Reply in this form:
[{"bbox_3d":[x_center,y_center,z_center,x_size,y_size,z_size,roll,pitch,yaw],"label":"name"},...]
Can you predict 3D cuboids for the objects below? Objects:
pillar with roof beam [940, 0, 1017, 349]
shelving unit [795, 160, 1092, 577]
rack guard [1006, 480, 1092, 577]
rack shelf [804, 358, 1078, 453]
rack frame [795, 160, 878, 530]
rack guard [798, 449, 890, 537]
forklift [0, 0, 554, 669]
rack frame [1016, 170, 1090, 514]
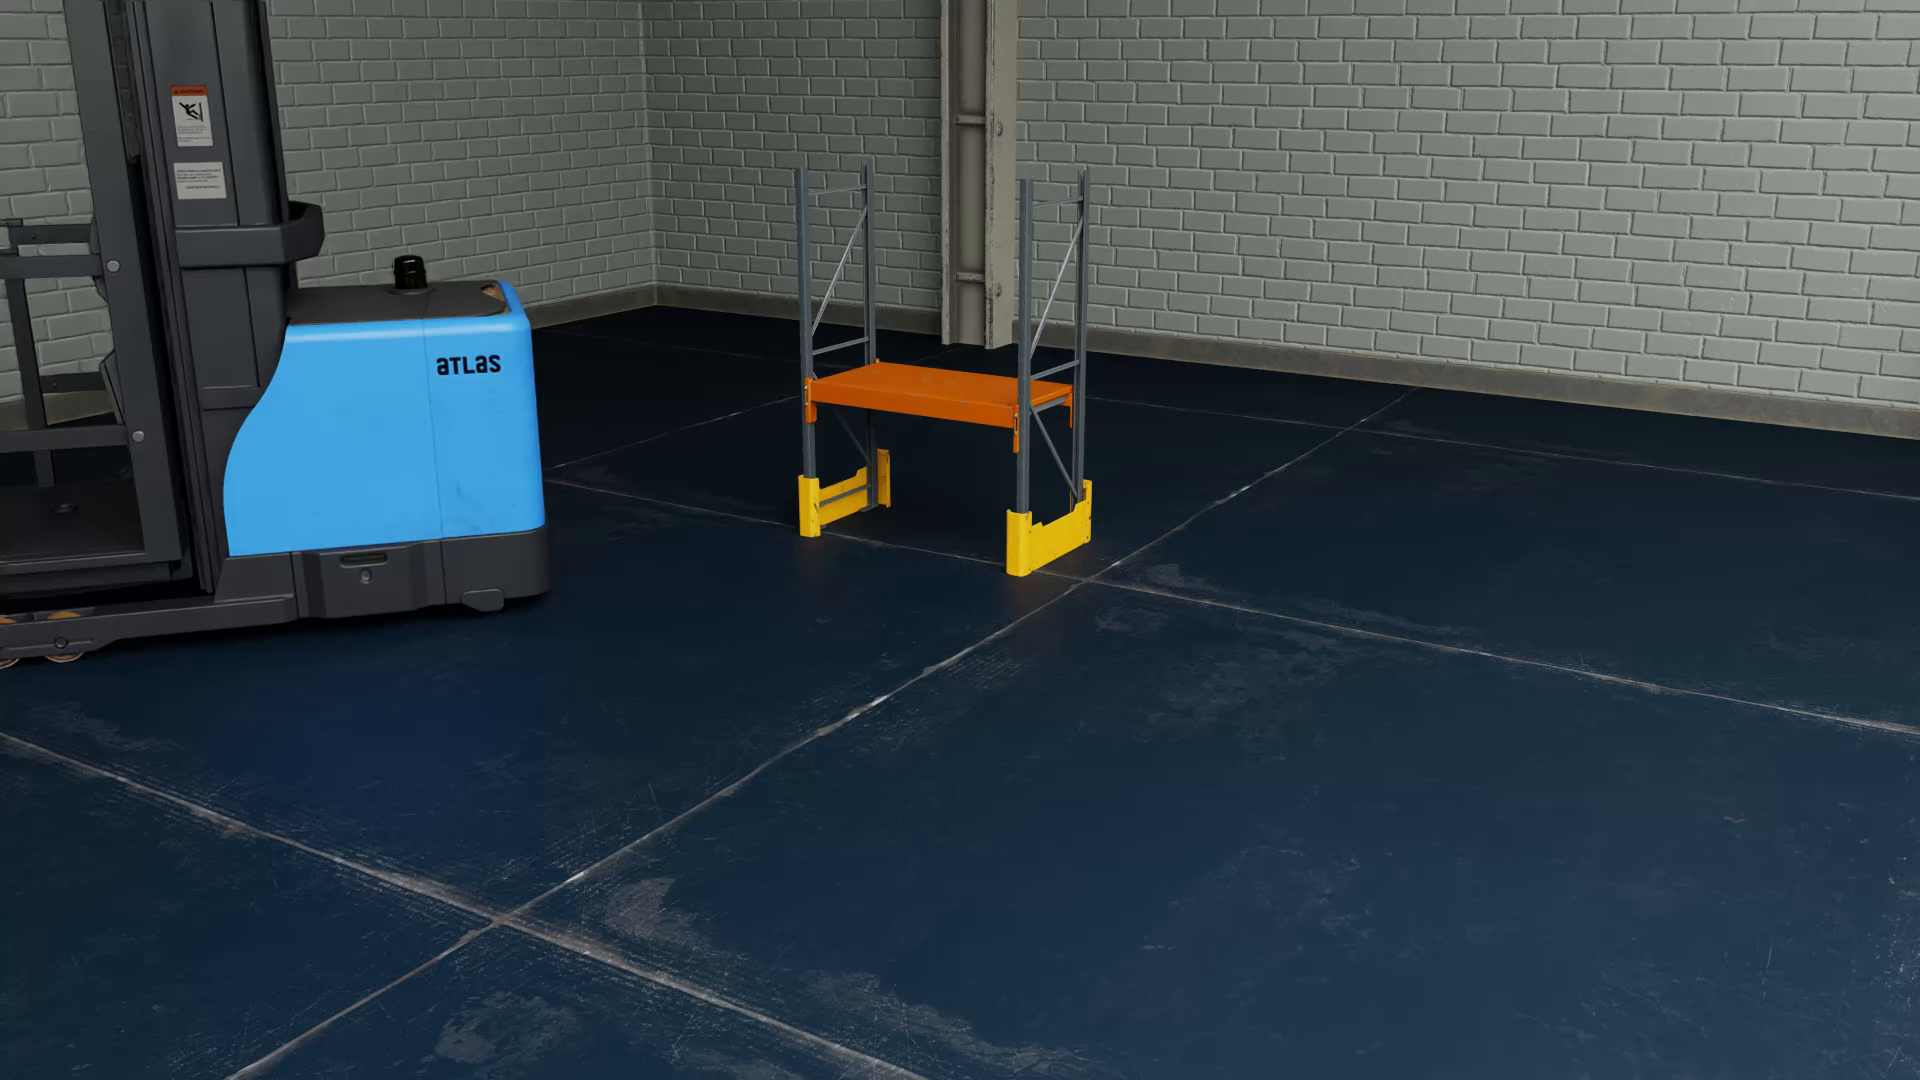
[{"bbox_3d":[-2.133,-4.577,6.465,0.400,9.000,9.100,10,20,30],"label":"pillar with roof beam"},{"bbox_3d":[-0.065,-0.729,6.701,1.083,1.500,0.587,10,20,30],"label":"shelving unit"},{"bbox_3d":[0.359,-0.055,6.634,0.087,0.250,0.587,10,20,30],"label":"rack guard"},{"bbox_3d":[-0.073,-0.558,6.758,1.000,0.185,0.538,10,20,30],"label":"rack shelf"},{"bbox_3d":[-0.506,-0.808,6.961,0.032,1.500,0.500,10,20,30],"label":"rack frame"},{"bbox_3d":[-0.489,-0.207,7.132,0.087,0.250,0.587,10,20,30],"label":"rack guard"},{"bbox_3d":[-3.059,-1.149,5.621,3.031,2.935,1.130,-5,18,-17],"label":"forklift"},{"bbox_3d":[0.360,-0.653,6.451,0.032,1.500,0.500,10,20,30],"label":"rack frame"}]
